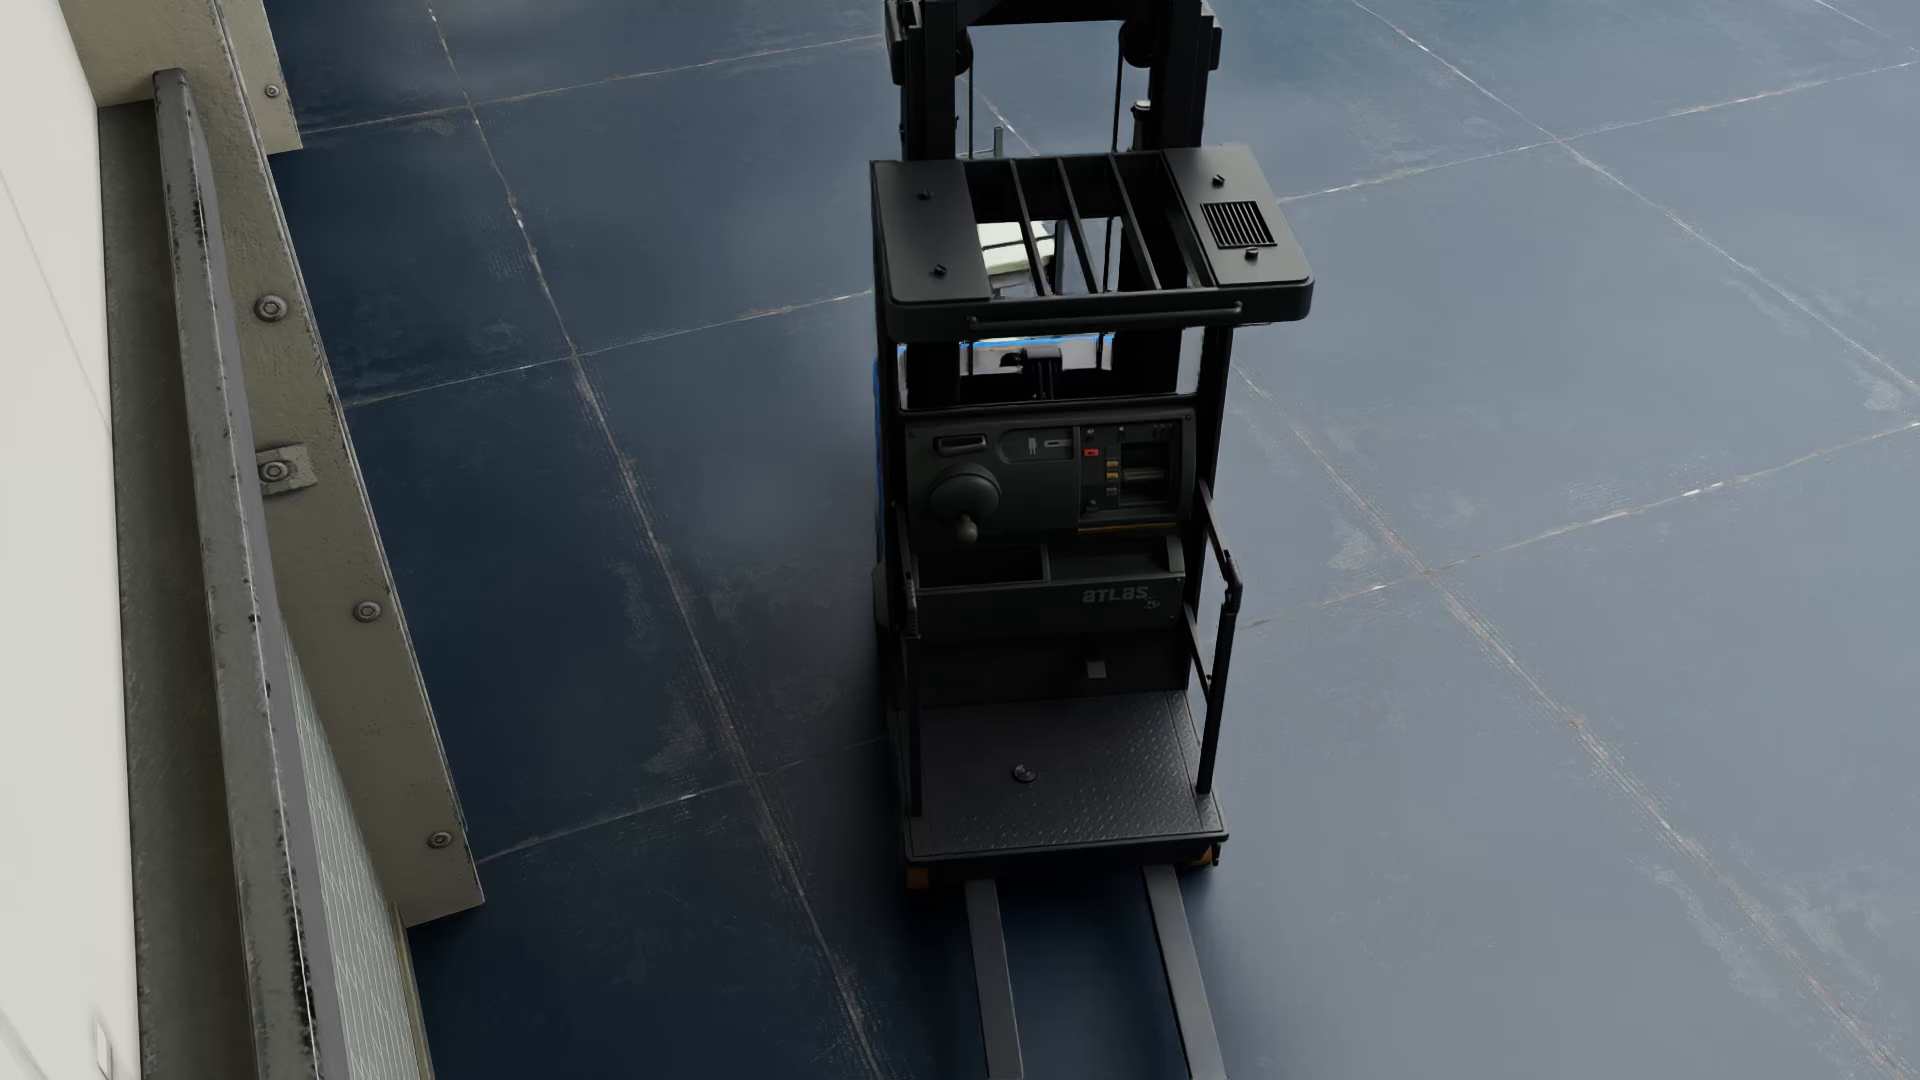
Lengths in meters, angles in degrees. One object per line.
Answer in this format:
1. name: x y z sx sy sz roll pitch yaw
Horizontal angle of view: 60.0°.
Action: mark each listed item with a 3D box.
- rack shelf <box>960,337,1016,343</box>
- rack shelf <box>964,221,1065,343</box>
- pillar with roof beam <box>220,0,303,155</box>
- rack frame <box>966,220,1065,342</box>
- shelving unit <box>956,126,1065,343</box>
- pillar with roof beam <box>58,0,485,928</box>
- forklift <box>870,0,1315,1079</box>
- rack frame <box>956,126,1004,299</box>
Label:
1. rack shelf: 0.102 -0.647 7.352 0.431 0.370 0.720 -12 42 -14
2. rack shelf: 0.102 -1.190 6.885 0.431 0.370 0.720 -12 42 -14
3. pillar with roof beam: -0.188 -6.919 8.394 9.100 9.000 0.400 -15 43 -17
4. rack frame: 0.216 -0.667 6.876 0.400 1.500 0.023 -12 42 -14
5. shelving unit: 0.102 -0.894 7.140 0.431 1.500 0.755 -12 42 -14
6. pillar with roof beam: 2.107 -3.305 4.191 9.100 9.000 0.400 -15 43 -17
7. forklift: 0.316 -0.127 5.150 1.130 2.935 3.031 -4 41 -5
8. rack frame: -0.011 -1.121 7.403 0.400 1.500 0.023 -12 42 -14
